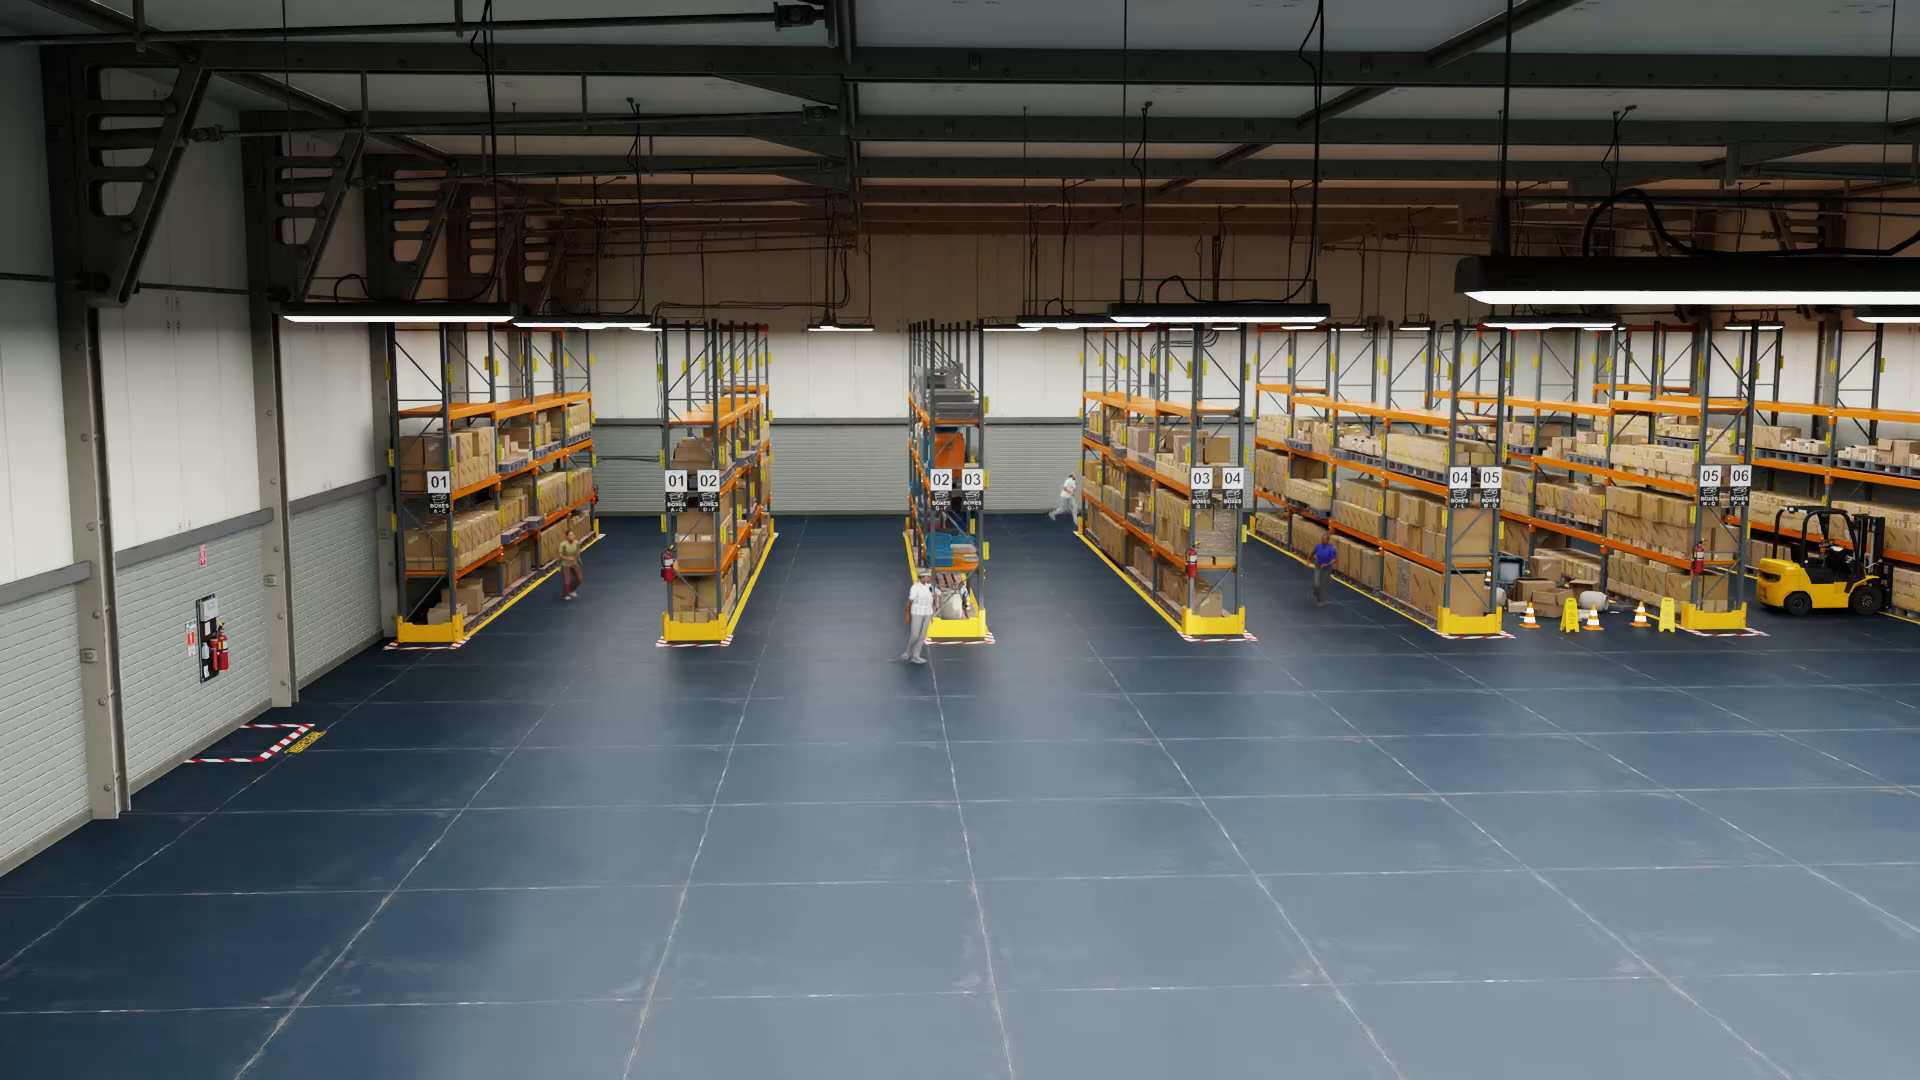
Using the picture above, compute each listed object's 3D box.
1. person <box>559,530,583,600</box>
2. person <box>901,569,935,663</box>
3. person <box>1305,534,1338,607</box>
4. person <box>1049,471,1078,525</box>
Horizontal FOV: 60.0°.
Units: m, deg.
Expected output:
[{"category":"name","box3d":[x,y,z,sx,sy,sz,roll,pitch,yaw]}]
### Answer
[{"category":"person","box3d":[-8.372,0.539,35.756,0.585,1.559,0.745,-5,9,-37]},{"category":"person","box3d":[-0.733,1.323,28.993,0.575,1.656,0.447,-5,9,-34]},{"category":"person","box3d":[7.655,0.631,35.221,0.689,1.583,0.560,2,7,18]},{"category":"person","box3d":[3.183,-1.240,49.934,1.058,1.664,0.615,3,8,24]}]
